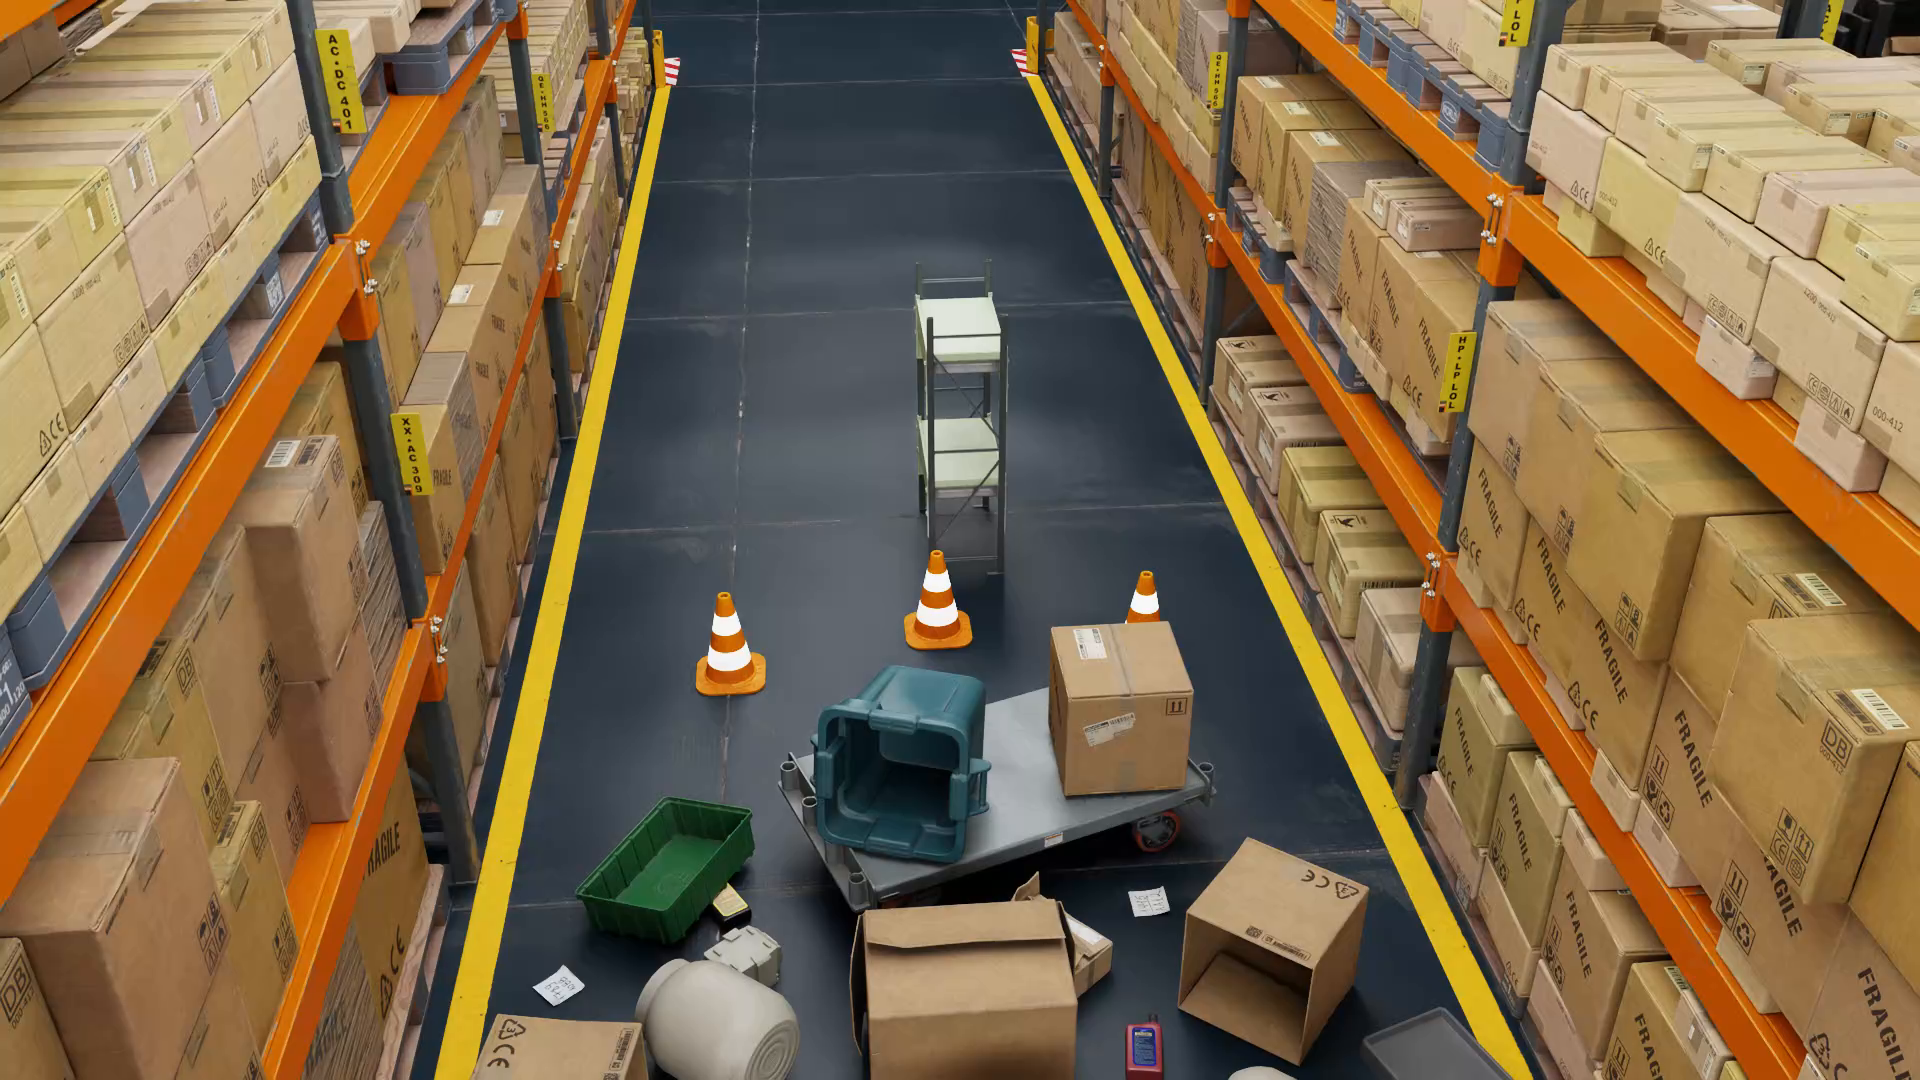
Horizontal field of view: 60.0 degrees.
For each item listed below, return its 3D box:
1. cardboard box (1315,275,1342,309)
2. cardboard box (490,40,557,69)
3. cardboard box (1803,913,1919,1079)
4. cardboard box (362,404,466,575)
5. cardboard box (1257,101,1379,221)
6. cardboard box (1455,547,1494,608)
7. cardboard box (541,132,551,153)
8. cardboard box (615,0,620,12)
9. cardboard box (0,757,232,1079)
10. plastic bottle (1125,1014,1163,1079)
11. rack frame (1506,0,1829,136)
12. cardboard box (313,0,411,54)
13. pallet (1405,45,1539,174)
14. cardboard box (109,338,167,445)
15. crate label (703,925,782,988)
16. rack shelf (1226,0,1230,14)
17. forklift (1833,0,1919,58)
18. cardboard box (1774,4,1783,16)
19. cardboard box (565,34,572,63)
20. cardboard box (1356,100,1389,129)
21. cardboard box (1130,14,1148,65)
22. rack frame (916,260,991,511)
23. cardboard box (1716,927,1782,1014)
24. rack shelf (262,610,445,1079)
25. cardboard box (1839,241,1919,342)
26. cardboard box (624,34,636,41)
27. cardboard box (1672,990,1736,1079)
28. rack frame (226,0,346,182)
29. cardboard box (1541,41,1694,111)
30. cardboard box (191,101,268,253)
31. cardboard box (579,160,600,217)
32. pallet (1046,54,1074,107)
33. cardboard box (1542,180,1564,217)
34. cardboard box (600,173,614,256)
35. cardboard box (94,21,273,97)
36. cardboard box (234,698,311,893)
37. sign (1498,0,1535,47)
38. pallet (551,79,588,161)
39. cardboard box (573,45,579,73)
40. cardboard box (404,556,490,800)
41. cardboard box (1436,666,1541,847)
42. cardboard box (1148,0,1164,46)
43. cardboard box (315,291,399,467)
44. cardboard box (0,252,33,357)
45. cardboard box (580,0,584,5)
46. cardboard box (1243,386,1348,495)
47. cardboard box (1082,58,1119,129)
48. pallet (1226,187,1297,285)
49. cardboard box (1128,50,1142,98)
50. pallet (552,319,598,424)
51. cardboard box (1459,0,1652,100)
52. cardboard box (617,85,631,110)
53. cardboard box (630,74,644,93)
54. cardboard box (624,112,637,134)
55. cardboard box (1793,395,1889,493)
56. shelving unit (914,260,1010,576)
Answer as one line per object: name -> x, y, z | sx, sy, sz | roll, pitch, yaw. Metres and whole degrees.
cardboard box -> 1.994, -1.271, 8.288 | 0.380, 0.149, 0.250 | -2, 31, -3
cardboard box -> -2.847, -3.156, 10.864 | 0.380, 0.149, 0.250 | -2, 31, -3
cardboard box -> 2.427, 1.193, 3.940 | 0.500, 0.500, 0.500 | -3, 31, -4
cardboard box -> -2.280, -0.194, 6.552 | 0.500, 0.500, 0.500 | -2, 31, -4
cardboard box -> 1.914, -2.045, 8.952 | 0.500, 0.500, 0.500 | -1, 31, -2
cardboard box -> 2.130, 0.126, 6.360 | 0.380, 0.149, 0.250 | -3, 31, -5
cardboard box -> -2.764, -2.497, 10.341 | 0.380, 0.149, 0.250 | -1, 31, -2
cardboard box -> -3.095, -4.642, 13.709 | 0.500, 0.500, 0.500 | -3, 31, -5
cardboard box -> -2.182, 0.884, 3.645 | 0.875, 0.550, 0.550 | -3, 31, -5
plastic bottle -> 0.673, 1.852, 6.090 | 0.133, 0.061, 0.283 | 2, 31, 4
rack frame -> 2.420, -2.734, 5.052 | 1.000, 3.000, 0.127 | -3, 31, -5
cardboard box -> -2.371, -2.001, 6.487 | 0.380, 0.149, 0.250 | -3, 31, -5
pallet -> 2.468, -1.686, 6.405 | 1.213, 0.211, 1.003 | -3, 31, -5
cardboard box -> -2.003, -0.323, 3.679 | 0.380, 0.149, 0.250 | -3, 31, -5
crate label -> -0.841, 1.624, 6.398 | 0.250, 0.136, 0.298 | 27, 40, 37
rack shelf -> 1.859, -4.201, 11.134 | 1.077, 0.370, 4.000 | -3, 31, -5
forklift -> 4.645, -1.061, 8.167 | 1.130, 2.935, 3.031 | -3, 31, -4
cardboard box -> 6.362, -3.878, 12.538 | 0.396, 0.266, 0.258 | -1, 31, -2
cardboard box -> -2.914, -3.427, 11.608 | 0.380, 0.149, 0.250 | -4, 31, -7
cardboard box -> 2.425, -2.069, 8.992 | 0.500, 0.500, 0.500 | -3, 31, -5
cardboard box -> 1.530, -3.631, 12.063 | 0.500, 0.250, 0.500 | -2, 31, -4
rack frame -> -0.034, -0.827, 9.173 | 0.400, 1.500, 0.023 | -3, 31, -5
cardboard box -> 2.357, 1.161, 4.626 | 0.380, 0.149, 0.250 | -3, 31, -5
rack shelf -> -2.312, 1.460, 4.582 | 1.077, 0.370, 4.000 | -3, 31, -5
cardboard box -> 2.292, -0.578, 3.835 | 0.380, 0.149, 0.250 | -2, 31, -3
cardboard box -> -3.352, -4.819, 16.183 | 0.380, 0.149, 0.250 | -2, 31, -4
cardboard box -> 2.315, 1.440, 4.823 | 0.380, 0.149, 0.250 | -1, 31, -2
rack frame -> -2.499, -2.445, 4.568 | 1.000, 3.000, 0.127 | -3, 31, -5
cardboard box -> 2.125, -1.504, 5.386 | 0.380, 0.149, 0.250 | -3, 31, -5
cardboard box -> -2.150, -0.947, 4.334 | 0.500, 0.250, 0.500 | -3, 31, -5
cardboard box -> -2.827, -2.483, 11.778 | 0.500, 0.250, 0.500 | -4, 31, -7
pallet -> 1.452, -4.683, 16.885 | 1.003, 0.211, 1.213 | -3, 31, -5
cardboard box -> 2.203, -1.166, 5.596 | 0.380, 0.149, 0.250 | -3, 31, -5
cardboard box -> -2.879, -2.434, 12.427 | 0.500, 0.500, 0.500 | -3, 31, -6
cardboard box -> -2.124, -1.315, 4.561 | 0.380, 0.149, 0.250 | -3, 31, -5
cardboard box -> -2.445, 0.815, 4.815 | 0.875, 0.550, 0.550 | -3, 31, -5
sign -> 1.868, -1.809, 5.540 | 0.100, 0.325, 0.005 | -3, 31, -5
pallet -> -3.098, -2.838, 11.264 | 1.003, 0.211, 1.213 | -3, 31, -5
cardboard box -> -2.943, -3.445, 11.929 | 0.380, 0.149, 0.250 | -4, 31, -7
cardboard box -> -2.646, 0.603, 7.099 | 1.050, 0.750, 0.750 | -3, 31, -5
cardboard box -> 2.206, 0.834, 6.469 | 0.500, 0.500, 0.500 | -1, 31, -2
cardboard box -> 1.602, -3.698, 11.444 | 0.500, 0.500, 0.500 | -3, 31, -5
cardboard box -> -2.551, -0.595, 6.249 | 0.700, 0.500, 0.500 | -3, 31, -5
cardboard box -> -1.957, -0.408, 3.043 | 0.380, 0.149, 0.250 | -3, 31, -5
cardboard box -> -3.014, -4.086, 12.422 | 0.380, 0.149, 0.250 | -1, 31, -2
cardboard box -> 2.166, -0.588, 9.462 | 0.950, 0.372, 0.625 | -3, 31, -6
cardboard box -> 1.637, -4.106, 15.288 | 0.875, 0.438, 0.875 | -4, 31, -6
pallet -> 2.219, -1.760, 9.458 | 1.213, 0.211, 1.003 | -3, 31, -5
cardboard box -> 1.533, -3.415, 12.188 | 0.500, 0.250, 0.500 | -3, 31, -5
pallet -> -2.944, -1.114, 10.909 | 1.003, 0.211, 1.213 | -3, 31, -5
cardboard box -> 2.221, -1.853, 6.239 | 0.500, 0.250, 0.500 | -3, 31, -6
cardboard box -> -3.101, -3.888, 14.624 | 0.380, 0.149, 0.250 | -2, 31, -4
cardboard box -> -3.175, -4.296, 15.597 | 0.380, 0.149, 0.250 | -2, 31, -4
cardboard box -> -3.122, -3.772, 15.011 | 0.380, 0.149, 0.250 | -4, 31, -6
cardboard box -> 2.294, -0.247, 4.058 | 0.380, 0.149, 0.250 | -3, 31, -5
shelving unit -> 0.001, -0.640, 8.860 | 0.431, 1.500, 0.755 | -3, 31, -5
